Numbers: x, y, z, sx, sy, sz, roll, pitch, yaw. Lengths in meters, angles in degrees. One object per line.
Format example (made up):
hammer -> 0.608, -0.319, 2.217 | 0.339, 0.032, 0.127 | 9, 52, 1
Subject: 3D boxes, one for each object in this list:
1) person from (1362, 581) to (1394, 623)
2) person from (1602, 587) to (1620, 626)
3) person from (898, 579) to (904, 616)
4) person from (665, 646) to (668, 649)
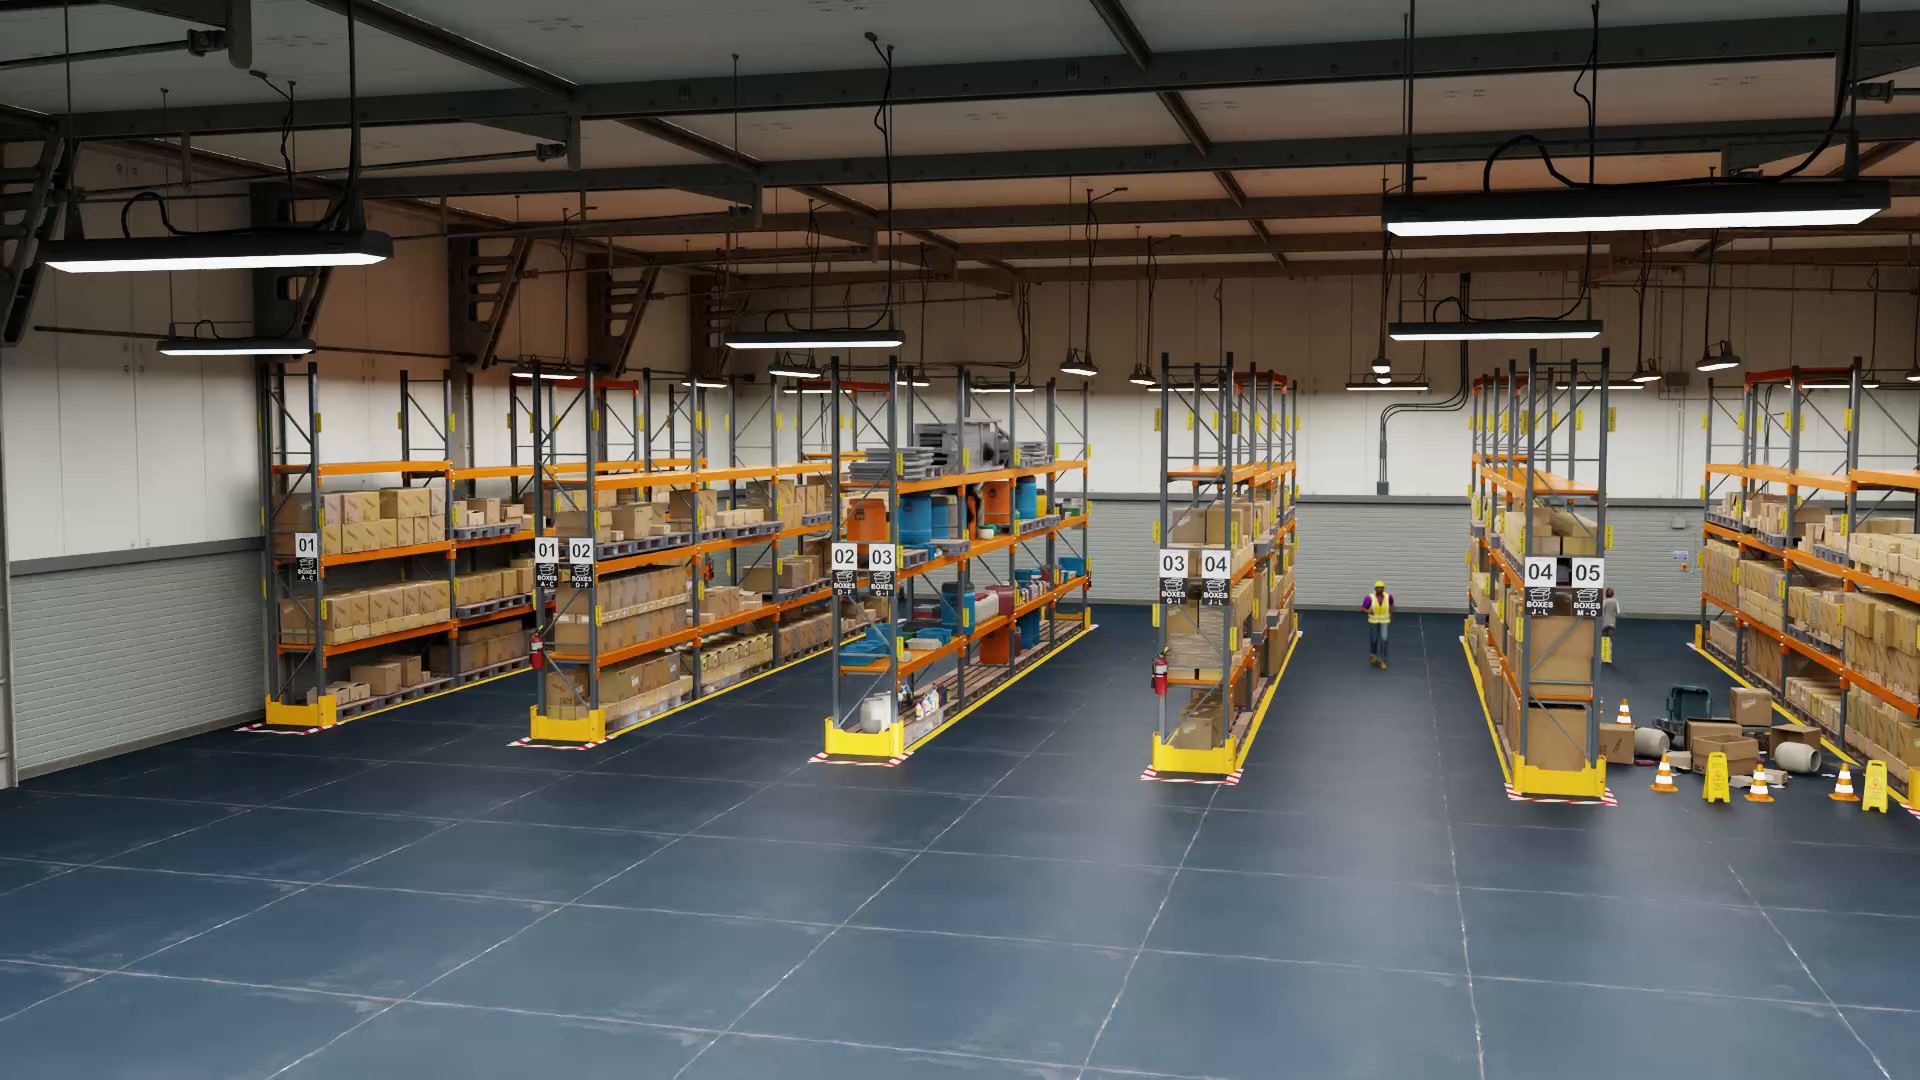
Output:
person -> 8.538, 1.265, 33.931 | 0.640, 0.879, 0.702 | 1, 4, 12
person -> 13.523, 1.420, 34.805 | 0.521, 0.698, 0.542 | 0, 4, 4
person -> -1.620, 1.190, 43.134 | 0.495, 1.554, 0.540 | -4, 6, -45
person -> -6.484, 1.639, 35.585 | 0.726, 1.750, 0.906 | 1, 4, 11
